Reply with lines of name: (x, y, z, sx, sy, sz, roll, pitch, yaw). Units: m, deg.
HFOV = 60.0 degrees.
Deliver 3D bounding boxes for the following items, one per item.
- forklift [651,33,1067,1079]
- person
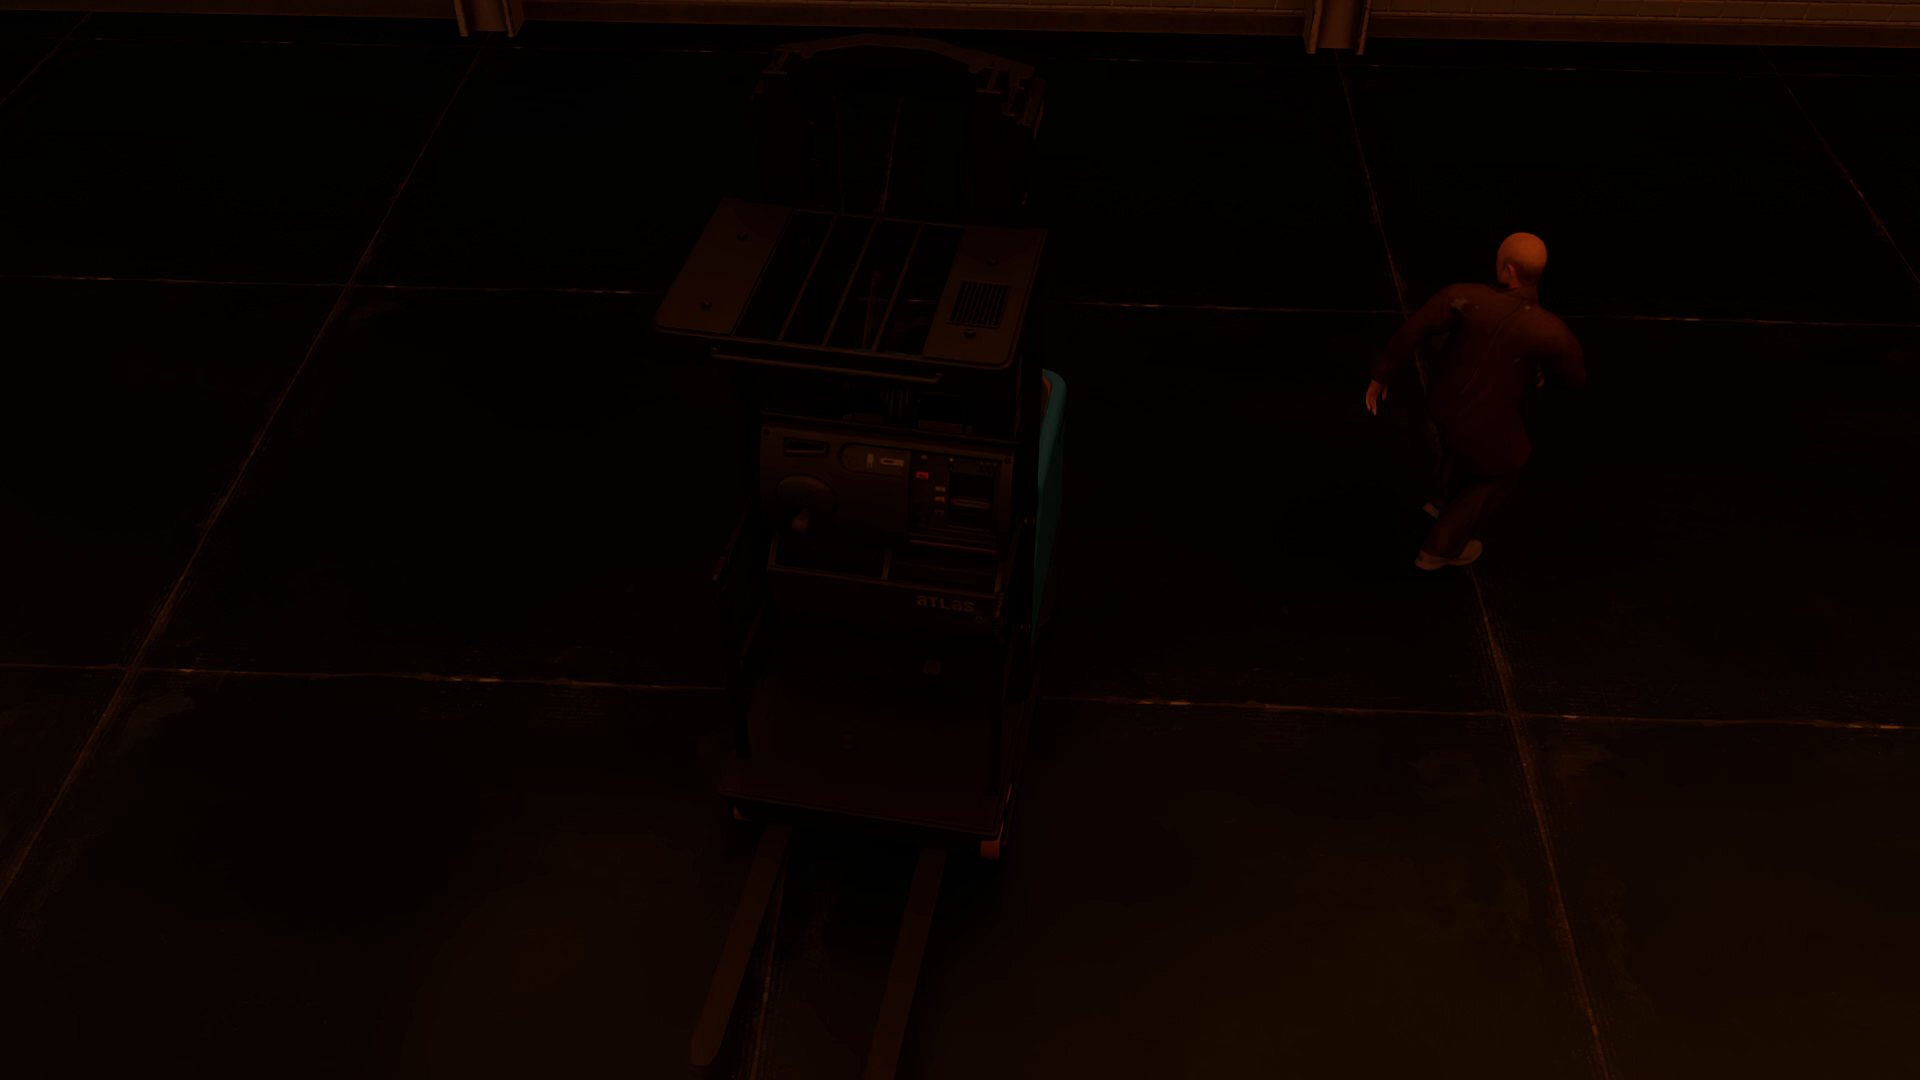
forklift: (-0.306, -0.101, 5.852, 1.130, 2.935, 3.031, 7, 43, 8)
person: (2.274, -0.578, 7.324, 0.799, 1.764, 0.728, -28, 49, -27)
